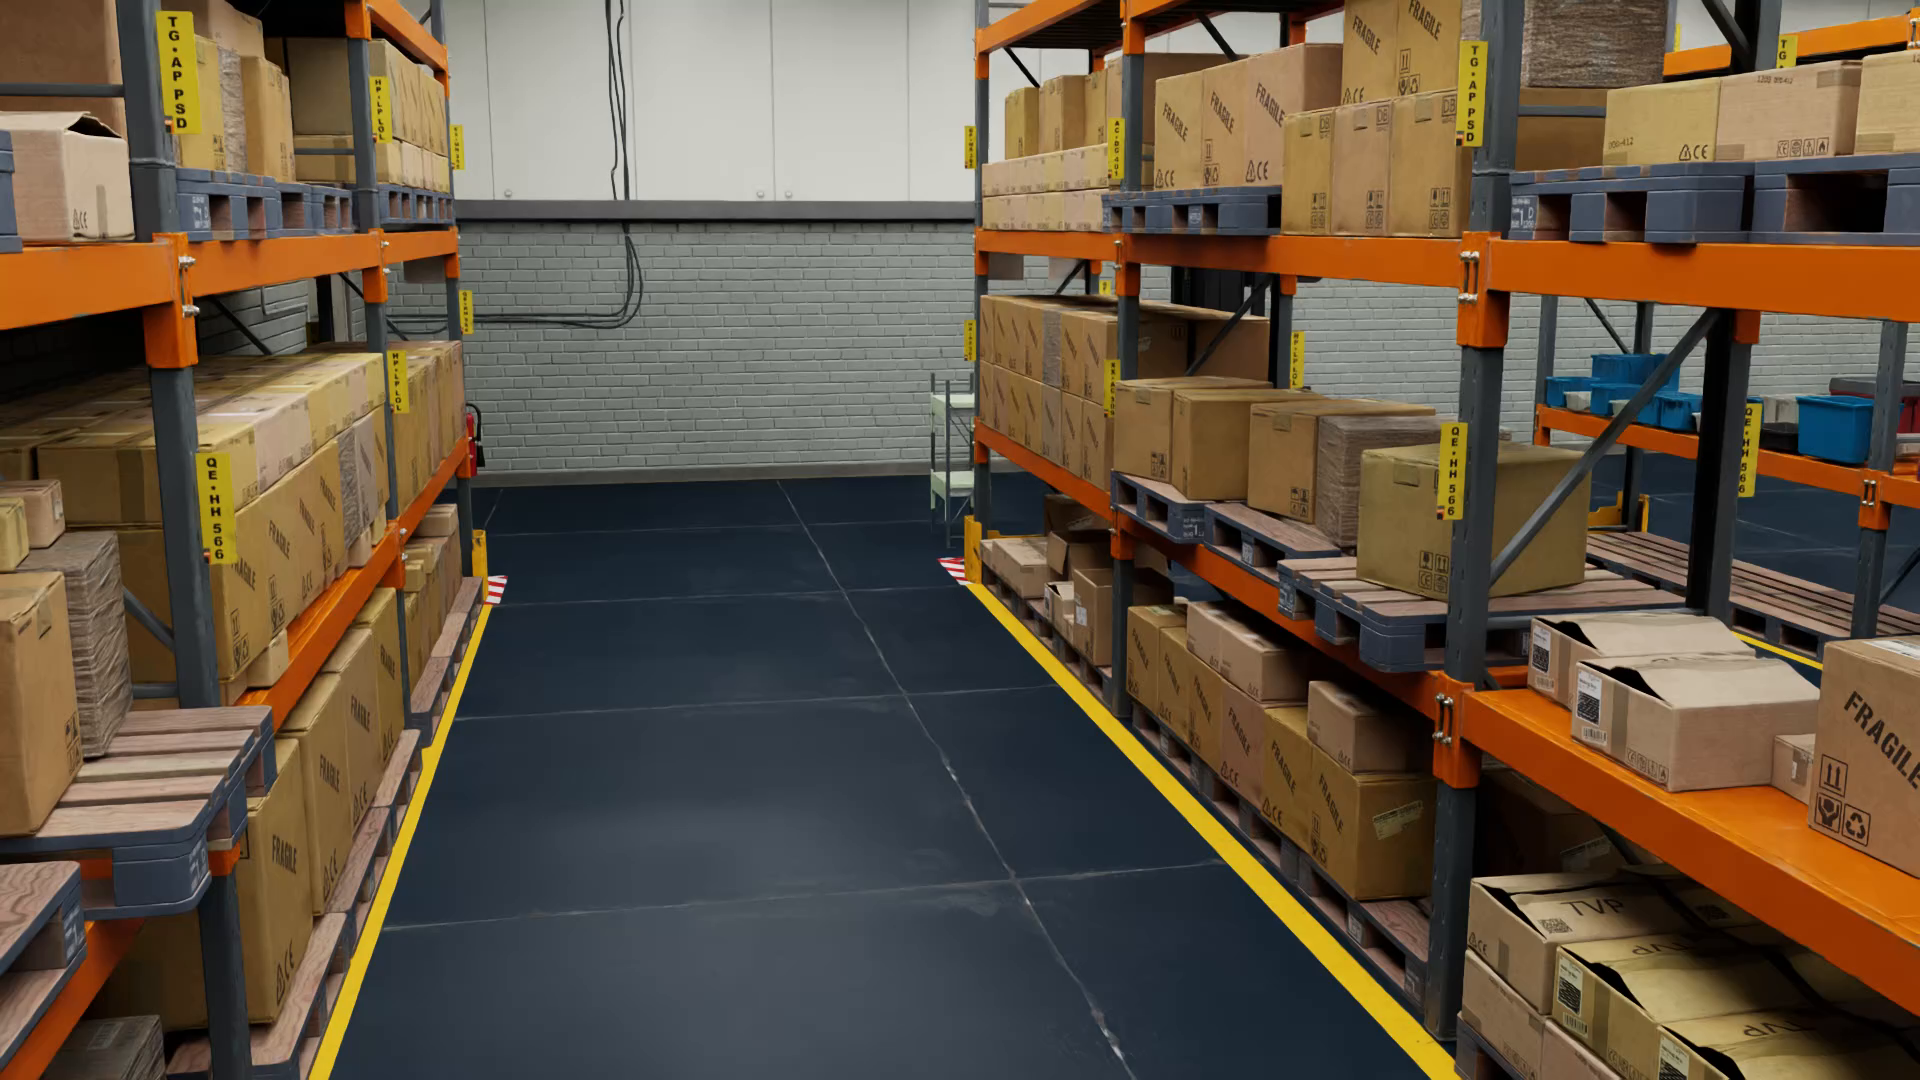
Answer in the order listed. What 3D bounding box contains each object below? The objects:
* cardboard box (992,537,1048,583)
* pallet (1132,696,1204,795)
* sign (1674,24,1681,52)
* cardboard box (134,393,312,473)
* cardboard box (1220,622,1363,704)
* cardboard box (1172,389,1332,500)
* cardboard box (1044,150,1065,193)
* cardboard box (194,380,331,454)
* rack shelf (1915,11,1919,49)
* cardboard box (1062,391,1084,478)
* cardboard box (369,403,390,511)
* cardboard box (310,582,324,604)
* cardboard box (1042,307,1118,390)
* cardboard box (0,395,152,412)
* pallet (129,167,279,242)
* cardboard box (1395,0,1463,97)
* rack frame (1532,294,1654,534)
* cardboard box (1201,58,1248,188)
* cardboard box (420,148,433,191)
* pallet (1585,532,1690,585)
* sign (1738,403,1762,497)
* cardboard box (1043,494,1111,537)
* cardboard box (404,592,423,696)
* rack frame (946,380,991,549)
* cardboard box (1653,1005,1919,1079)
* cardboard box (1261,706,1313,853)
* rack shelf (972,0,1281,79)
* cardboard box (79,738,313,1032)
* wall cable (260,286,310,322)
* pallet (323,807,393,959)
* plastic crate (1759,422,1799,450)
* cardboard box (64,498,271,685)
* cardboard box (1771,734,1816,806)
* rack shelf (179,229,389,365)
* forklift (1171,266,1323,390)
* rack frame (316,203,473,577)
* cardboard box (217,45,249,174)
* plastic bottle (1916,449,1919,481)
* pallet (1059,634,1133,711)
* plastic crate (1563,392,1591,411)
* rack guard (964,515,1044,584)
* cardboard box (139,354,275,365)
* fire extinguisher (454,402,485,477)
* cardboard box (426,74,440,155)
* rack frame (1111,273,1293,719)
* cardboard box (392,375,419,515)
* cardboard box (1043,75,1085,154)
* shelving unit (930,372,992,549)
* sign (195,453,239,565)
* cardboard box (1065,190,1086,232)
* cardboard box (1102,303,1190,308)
[{"bbox_3d":[0.542,0.150,12.618,0.500,0.250,0.500,-2,11,-11],"label":"cardboard box"},{"bbox_3d":[1.590,1.065,9.092,1.003,0.211,1.213,-2,11,-11],"label":"pallet"},{"bbox_3d":[6.013,-4.178,13.995,0.100,0.325,0.005,-2,11,-11],"label":"sign"},{"bbox_3d":[-2.727,-0.395,6.180,0.500,0.250,0.500,-2,11,-11],"label":"cardboard box"},{"bbox_3d":[1.543,0.563,7.771,0.500,0.250,0.500,-2,11,-12],"label":"cardboard box"},{"bbox_3d":[1.464,-0.490,8.410,0.700,0.500,0.500,0,11,-2],"label":"cardboard box"},{"bbox_3d":[0.845,-2.361,10.676,0.500,0.250,0.500,-2,11,-11],"label":"cardboard box"},{"bbox_3d":[-2.833,-0.488,6.671,0.500,0.250,0.500,-2,11,-12],"label":"cardboard box"},{"bbox_3d":[6.644,-2.663,8.167,1.077,0.370,4.000,-2,11,-11],"label":"rack shelf"},{"bbox_3d":[0.945,-0.679,10.528,0.500,0.500,0.500,-2,11,-9],"label":"cardboard box"},{"bbox_3d":[-3.126,-0.402,8.222,0.500,0.500,0.500,-2,11,-12],"label":"cardboard box"},{"bbox_3d":[-2.875,0.177,6.917,0.380,0.149,0.250,-2,11,-9],"label":"cardboard box"},{"bbox_3d":[0.843,-1.263,10.922,0.500,0.500,0.500,-2,11,-11],"label":"cardboard box"},{"bbox_3d":[-3.222,-0.375,6.077,0.500,0.250,0.500,-2,11,-12],"label":"cardboard box"},{"bbox_3d":[-2.863,-1.036,5.151,1.213,0.211,1.003,-2,11,-8],"label":"pallet"},{"bbox_3d":[1.995,-1.907,6.283,0.500,0.500,0.500,-2,11,-11],"label":"cardboard box"},{"bbox_3d":[5.477,-1.366,14.405,1.000,3.000,0.127,-2,11,-11],"label":"rack frame"},{"bbox_3d":[1.573,-2.014,8.130,0.600,0.600,0.600,-2,11,-12],"label":"cardboard box"},{"bbox_3d":[-3.630,-2.346,10.540,0.500,0.250,0.500,-2,11,-13],"label":"cardboard box"},{"bbox_3d":[5.599,0.156,13.864,1.003,0.211,1.213,-2,11,-11],"label":"pallet"},{"bbox_3d":[2.717,-0.309,5.755,0.100,0.325,0.005,-2,11,-11],"label":"sign"},{"bbox_3d":[0.964,-0.084,13.178,0.500,0.500,0.500,-2,11,-11],"label":"cardboard box"},{"bbox_3d":[-3.508,0.609,9.593,0.700,0.500,0.500,-2,11,-10],"label":"cardboard box"},{"bbox_3d":[0.073,-0.668,14.751,0.400,1.500,0.023,-2,11,-11],"label":"rack frame"},{"bbox_3d":[2.194,1.446,4.362,0.500,0.311,0.500,-2,11,-13],"label":"cardboard box"},{"bbox_3d":[1.661,1.034,7.301,0.500,0.500,0.500,-3,11,-13],"label":"cardboard box"},{"bbox_3d":[1.006,-3.412,11.042,1.077,0.370,4.000,-2,11,-11],"label":"rack shelf"},{"bbox_3d":[-2.700,1.171,5.699,0.750,0.750,0.750,-2,11,-12],"label":"cardboard box"},{"bbox_3d":[-5.418,-1.705,13.471,0.084,1.984,1.851,-2,11,-11],"label":"wall cable"},{"bbox_3d":[-2.999,1.461,7.012,1.003,0.211,1.213,-2,11,-11],"label":"pallet"},{"bbox_3d":[5.773,-0.722,11.598,0.437,0.125,0.590,-2,11,-11],"label":"plastic crate"},{"bbox_3d":[-2.529,0.158,5.281,0.500,0.500,0.500,-2,11,-9],"label":"cardboard box"},{"bbox_3d":[2.476,0.636,4.559,0.380,0.149,0.250,-1,11,-7],"label":"cardboard box"},{"bbox_3d":[-3.074,-1.026,6.518,1.077,0.370,4.000,-2,11,-11],"label":"rack shelf"},{"bbox_3d":[2.809,-1.608,15.859,3.031,2.935,1.130,-3,11,-17],"label":"forklift"},{"bbox_3d":[-4.241,-1.006,12.512,1.000,3.000,0.127,-2,11,-11],"label":"rack frame"},{"bbox_3d":[-3.194,-1.652,6.439,0.700,0.500,0.500,-2,11,-11],"label":"cardboard box"},{"bbox_3d":[5.907,-0.492,10.127,0.061,0.283,0.133,-2,11,-11],"label":"plastic bottle"},{"bbox_3d":[1.262,0.791,10.531,1.003,0.211,1.213,-2,11,-11],"label":"pallet"},{"bbox_3d":[5.183,-1.147,13.799,0.250,0.136,0.298,-2,11,-11],"label":"plastic crate"},{"bbox_3d":[0.632,0.055,13.623,1.175,0.500,0.348,-2,11,-11],"label":"rack guard"},{"bbox_3d":[-3.629,-0.752,8.056,0.500,0.250,0.500,-2,11,-9],"label":"cardboard box"},{"bbox_3d":[-3.818,-0.829,12.788,0.296,0.674,0.183,-2,11,-11],"label":"fire extinguisher"},{"bbox_3d":[-3.745,-2.813,10.990,0.500,0.500,0.500,-2,11,-9],"label":"cardboard box"},{"bbox_3d":[1.395,-0.453,9.608,1.000,3.000,0.127,-2,11,-11],"label":"rack frame"},{"bbox_3d":[-3.553,-0.520,9.156,0.980,0.700,0.700,-2,11,-10],"label":"cardboard box"},{"bbox_3d":[0.955,-2.829,11.128,0.700,0.500,0.500,-2,11,-11],"label":"cardboard box"},{"bbox_3d":[0.001,-0.736,15.103,0.431,1.500,0.755,-2,11,-11],"label":"shelving unit"},{"bbox_3d":[-2.155,-0.090,4.815,0.100,0.325,0.005,-2,11,-11],"label":"sign"},{"bbox_3d":[0.953,-2.025,10.243,0.500,0.250,0.500,-2,11,-11],"label":"cardboard box"},{"bbox_3d":[1.278,-1.374,11.503,0.500,0.500,0.500,-2,11,-9],"label":"cardboard box"}]
